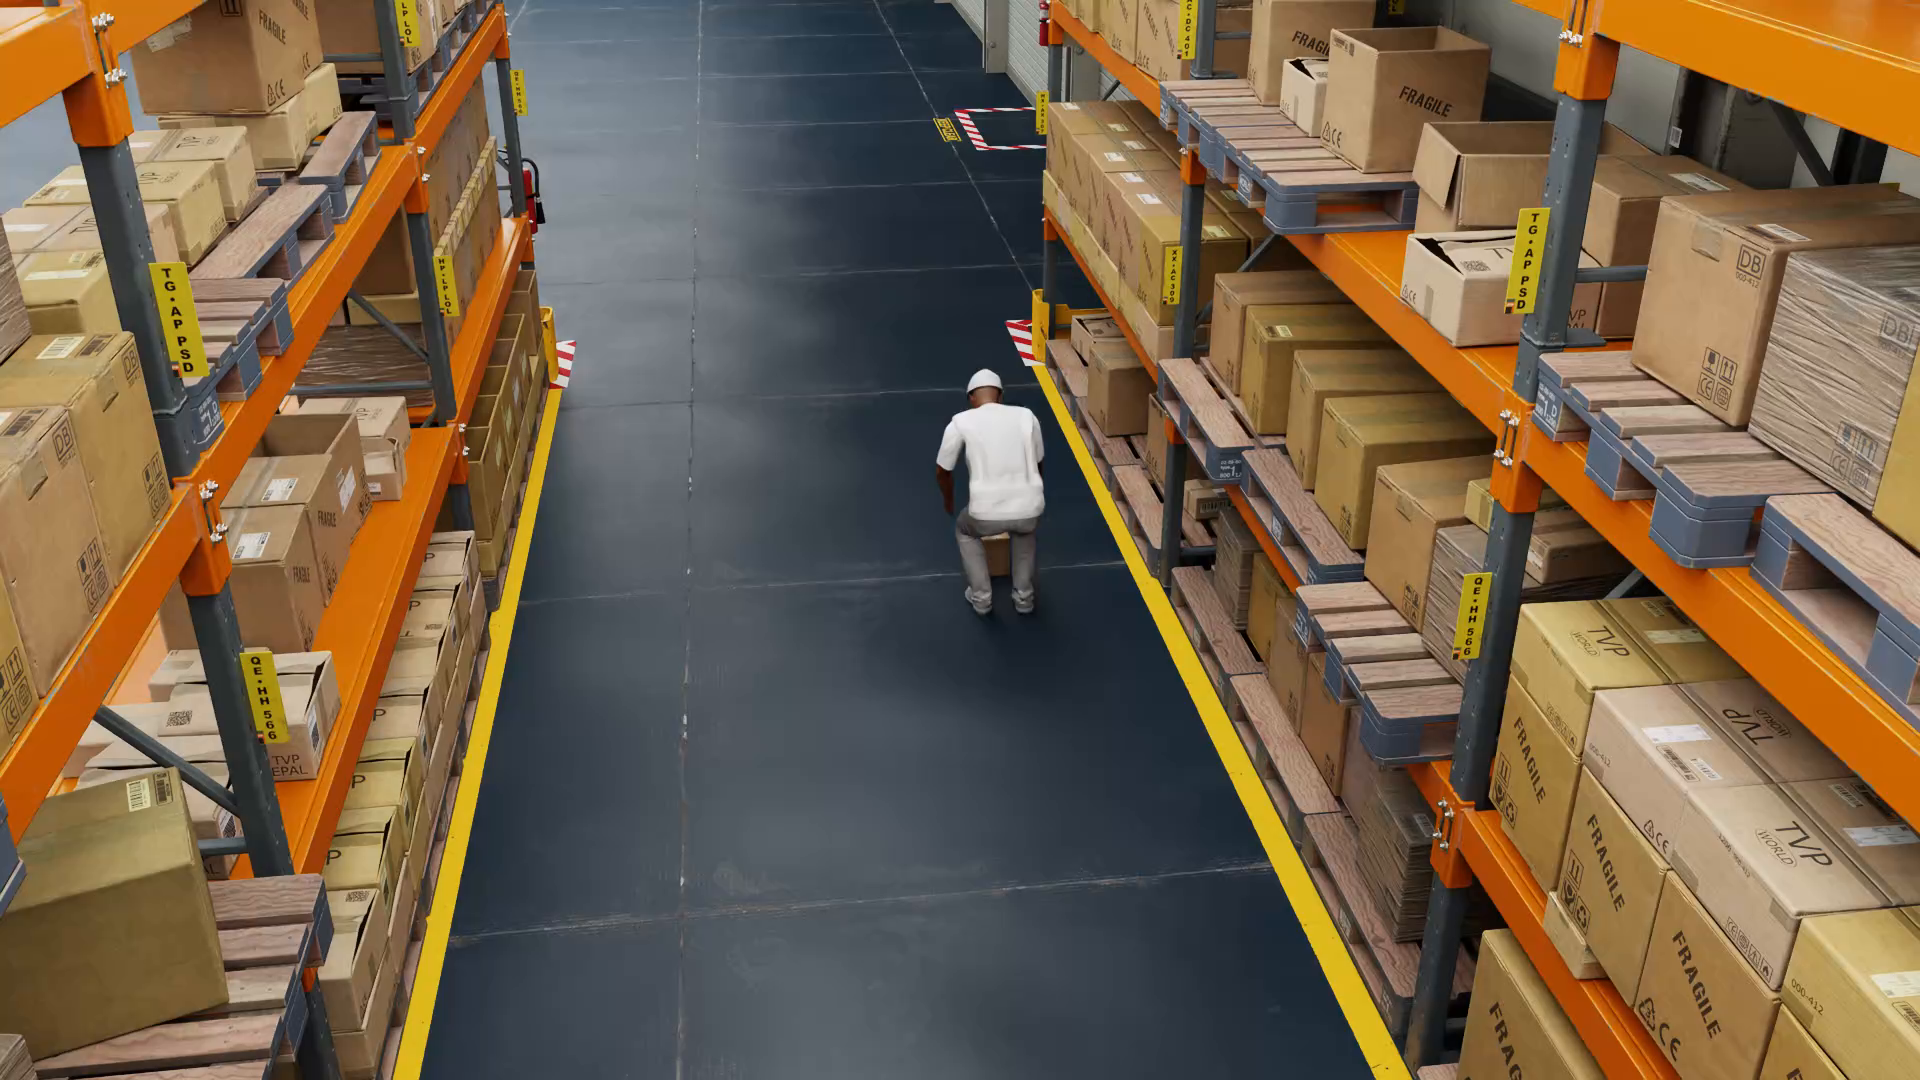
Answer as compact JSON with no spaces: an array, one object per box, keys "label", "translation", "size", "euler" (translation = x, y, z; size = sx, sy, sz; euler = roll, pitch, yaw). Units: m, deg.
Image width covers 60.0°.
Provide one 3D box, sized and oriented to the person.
[{"label":"person","translation":[0.188,-0.249,9.547],"size":[0.631,1.343,0.792],"euler":[-4,27,-7]}]
